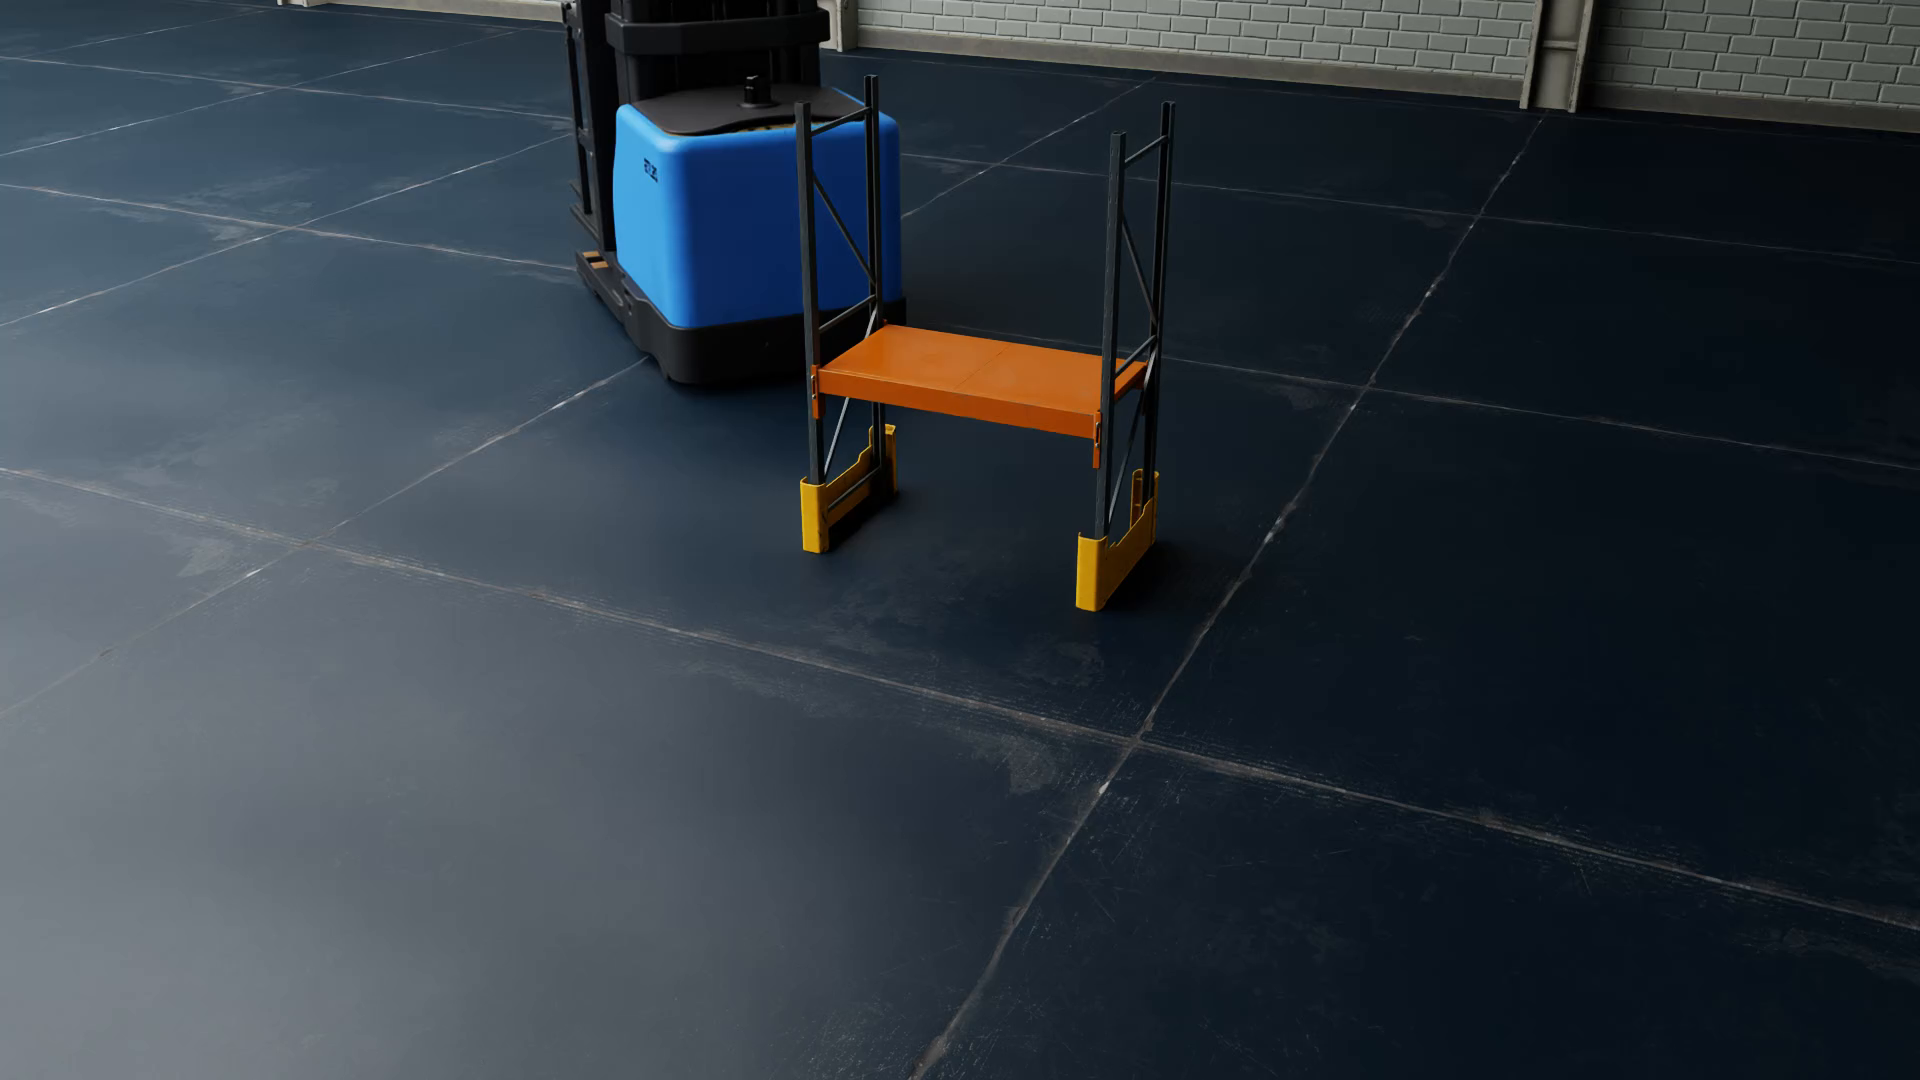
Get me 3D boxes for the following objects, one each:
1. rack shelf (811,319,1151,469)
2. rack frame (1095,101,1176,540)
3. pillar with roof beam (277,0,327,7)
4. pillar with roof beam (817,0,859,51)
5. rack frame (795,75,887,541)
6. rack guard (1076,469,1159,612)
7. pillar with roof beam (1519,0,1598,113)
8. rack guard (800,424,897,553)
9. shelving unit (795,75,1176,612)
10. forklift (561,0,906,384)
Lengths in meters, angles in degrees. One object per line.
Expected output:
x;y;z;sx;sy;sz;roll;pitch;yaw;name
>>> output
0.078;-0.496;5.466;1.000;0.185;0.538;11;28;22;rack shelf
0.540;-0.564;5.198;0.032;1.500;0.500;11;28;22;rack frame
-8.366;-7.689;11.179;0.400;9.000;9.100;11;28;22;pillar with roof beam
-2.904;-6.592;8.951;0.400;9.000;9.100;11;28;22;pillar with roof beam
-0.385;-0.750;5.576;0.032;1.500;0.500;11;28;22;rack frame
0.523;-0.007;5.482;0.087;0.250;0.587;11;28;22;rack guard
2.557;-5.495;6.722;0.400;9.000;9.100;11;28;22;pillar with roof beam
-0.384;-0.189;5.851;0.087;0.250;0.587;11;28;22;rack guard
0.069;-0.659;5.390;1.083;1.500;0.587;11;28;22;shelving unit
-1.283;-2.588;7.689;1.130;2.935;3.031;-11;28;-21;forklift
